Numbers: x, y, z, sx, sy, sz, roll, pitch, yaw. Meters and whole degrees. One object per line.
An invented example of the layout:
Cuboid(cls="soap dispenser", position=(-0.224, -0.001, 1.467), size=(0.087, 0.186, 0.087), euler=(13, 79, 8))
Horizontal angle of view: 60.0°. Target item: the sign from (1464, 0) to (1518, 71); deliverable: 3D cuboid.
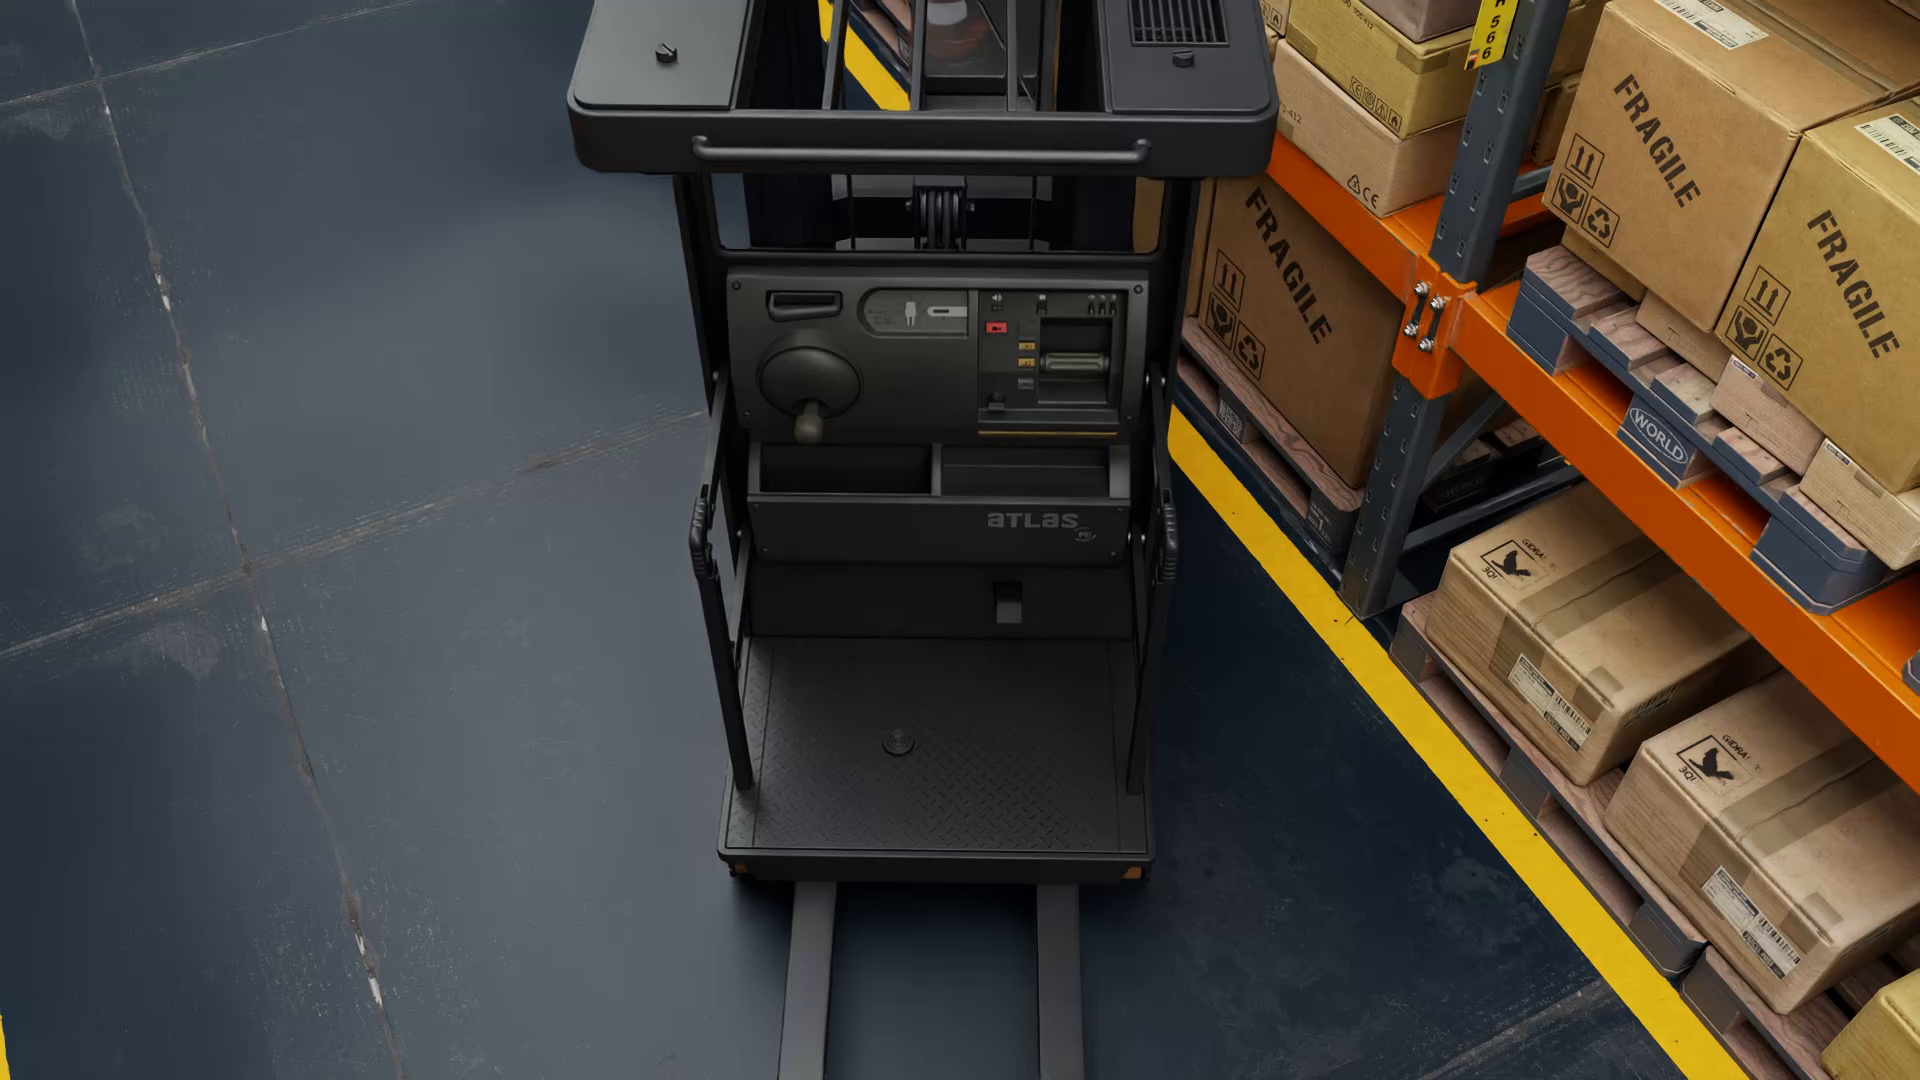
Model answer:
Cuboid(cls="sign", position=(1.134, -1.138, 3.483), size=(0.100, 0.325, 0.005), euler=(-21, 52, -18))

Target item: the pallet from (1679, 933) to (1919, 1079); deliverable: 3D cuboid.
Cuboid(cls="pallet", position=(2.537, 1.307, 3.967), size=(1.003, 0.211, 1.213), euler=(-21, 52, -18))

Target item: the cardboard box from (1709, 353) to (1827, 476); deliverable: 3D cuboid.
Cuboid(cls="cardboard box", position=(1.793, -0.324, 3.429), size=(0.380, 0.149, 0.250), euler=(-24, 53, -20))

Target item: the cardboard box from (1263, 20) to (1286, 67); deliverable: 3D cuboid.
Cuboid(cls="cardboard box", position=(0.916, -1.486, 4.657), size=(0.500, 0.250, 0.500), euler=(-20, 52, -17))

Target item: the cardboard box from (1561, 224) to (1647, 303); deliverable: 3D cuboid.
Cuboid(cls="cardboard box", position=(1.610, -0.724, 3.778), size=(0.380, 0.149, 0.250), euler=(-24, 53, -20))

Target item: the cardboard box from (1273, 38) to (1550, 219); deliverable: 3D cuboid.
Cuboid(cls="cardboard box", position=(1.164, -1.150, 4.363), size=(0.500, 0.250, 0.500), euler=(-23, 53, -19))

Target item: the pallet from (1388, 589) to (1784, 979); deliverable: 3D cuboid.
Cuboid(cls="pallet", position=(1.982, 0.491, 4.680), size=(1.003, 0.211, 1.213), euler=(-21, 52, -18))

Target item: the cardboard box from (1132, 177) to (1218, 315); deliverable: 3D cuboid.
Cuboid(cls="cardboard box", position=(0.980, -1.478, 5.683), size=(0.875, 0.875, 0.875), euler=(-21, 52, -17))

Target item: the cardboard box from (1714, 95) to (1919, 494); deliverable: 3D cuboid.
Cuboid(cls="cardboard box", position=(1.871, -0.492, 3.145), size=(0.500, 0.500, 0.500), euler=(-19, 51, -16))

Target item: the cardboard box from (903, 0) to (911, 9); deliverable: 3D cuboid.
Cuboid(cls="cardboard box", position=(0.151, -2.679, 6.733), size=(0.875, 0.875, 0.875), euler=(-20, 52, -16))

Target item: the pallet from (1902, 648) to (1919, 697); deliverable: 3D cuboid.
Cuboid(cls="pallet", position=(2.568, 0.424, 3.014), size=(1.003, 0.211, 1.213), euler=(-21, 52, -18))

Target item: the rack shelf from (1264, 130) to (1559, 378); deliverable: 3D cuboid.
Cuboid(cls="rack shelf", position=(0.711, -2.052, 5.530), size=(1.077, 0.370, 4.000), euler=(-21, 52, -18))

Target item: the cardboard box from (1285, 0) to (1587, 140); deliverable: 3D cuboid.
Cuboid(cls="cardboard box", position=(1.179, -1.302, 4.164), size=(0.500, 0.250, 0.500), euler=(-21, 52, -18))

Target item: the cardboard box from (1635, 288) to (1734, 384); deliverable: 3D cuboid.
Cuboid(cls="cardboard box", position=(1.709, -0.523, 3.603), size=(0.380, 0.149, 0.250), euler=(-24, 53, -20))

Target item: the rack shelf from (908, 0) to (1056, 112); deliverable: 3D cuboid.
Cuboid(cls="rack shelf", position=(0.068, -1.358, 5.061), size=(0.431, 0.518, 0.480), euler=(1, 49, 1))

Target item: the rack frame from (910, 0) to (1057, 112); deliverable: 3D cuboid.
Cuboid(cls="rack frame", position=(0.065, -1.184, 4.890), size=(0.400, 2.100, 0.015), euler=(1, 49, 1))

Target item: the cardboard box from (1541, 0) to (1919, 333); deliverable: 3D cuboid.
Cuboid(cls="cardboard box", position=(1.626, -0.838, 3.447), size=(0.500, 0.500, 0.500), euler=(-23, 53, -19))

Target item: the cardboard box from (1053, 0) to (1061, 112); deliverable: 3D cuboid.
Cuboid(cls="cardboard box", position=(0.571, -2.077, 6.206), size=(0.875, 0.875, 0.875), euler=(-20, 52, -16))

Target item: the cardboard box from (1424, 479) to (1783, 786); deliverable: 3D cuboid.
Cuboid(cls="cardboard box", position=(1.876, 0.158, 4.586), size=(0.950, 0.372, 0.625), euler=(-24, 53, -20))

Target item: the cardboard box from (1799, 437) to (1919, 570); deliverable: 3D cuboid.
Cuboid(cls="cardboard box", position=(1.901, -0.133, 3.262), size=(0.380, 0.149, 0.250), euler=(-21, 52, -17))

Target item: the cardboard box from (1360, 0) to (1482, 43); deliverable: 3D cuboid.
Cuboid(cls="cardboard box", position=(1.157, -1.568, 3.898), size=(0.500, 0.500, 0.500), euler=(-22, 53, -18))

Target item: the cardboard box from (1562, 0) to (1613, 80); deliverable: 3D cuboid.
Cuboid(cls="cardboard box", position=(1.614, -1.490, 4.328), size=(0.500, 0.250, 0.500), euler=(-22, 52, -18))

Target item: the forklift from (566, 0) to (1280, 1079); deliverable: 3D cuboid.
Cuboid(cls="forklift", position=(-0.051, -0.307, 3.571), size=(1.130, 2.935, 3.031), euler=(1, 49, 1))

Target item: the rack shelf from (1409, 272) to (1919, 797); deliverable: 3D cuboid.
Cuboid(cls="rack shelf", position=(2.541, 0.625, 3.188), size=(1.077, 0.370, 4.000), euler=(-21, 52, -18))

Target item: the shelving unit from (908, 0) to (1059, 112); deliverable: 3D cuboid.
Cuboid(cls="shelving unit", position=(0.068, -1.367, 5.051), size=(0.431, 2.100, 0.503), euler=(1, 49, 1))

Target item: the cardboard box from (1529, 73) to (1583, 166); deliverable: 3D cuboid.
Cuboid(cls="cardboard box", position=(1.626, -1.315, 4.507), size=(0.500, 0.250, 0.500), euler=(-22, 52, -18))

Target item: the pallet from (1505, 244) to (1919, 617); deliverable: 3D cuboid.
Cuboid(cls="pallet", position=(2.047, -0.447, 3.775), size=(1.213, 0.211, 1.003), euler=(-21, 52, -18))

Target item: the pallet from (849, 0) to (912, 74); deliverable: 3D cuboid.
Cuboid(cls="pallet", position=(0.216, -2.219, 7.050), size=(1.003, 0.211, 1.213), euler=(-21, 52, -18))

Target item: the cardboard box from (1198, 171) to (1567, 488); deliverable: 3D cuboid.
Cuboid(cls="cardboard box", position=(1.384, -0.880, 5.159), size=(0.875, 0.875, 0.875), euler=(-22, 52, -18))

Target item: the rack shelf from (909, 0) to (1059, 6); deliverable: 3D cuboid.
Cuboid(cls="rack shelf", position=(0.068, -1.819, 4.534), size=(0.431, 0.518, 0.480), euler=(1, 49, 1))

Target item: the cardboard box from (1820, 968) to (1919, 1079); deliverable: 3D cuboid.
Cuboid(cls="cardboard box", position=(2.563, 1.159, 3.710), size=(0.950, 0.372, 0.625), euler=(-20, 52, -16))

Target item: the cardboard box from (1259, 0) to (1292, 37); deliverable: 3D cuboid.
Cuboid(cls="cardboard box", position=(0.941, -1.644, 4.463), size=(0.500, 0.250, 0.500), euler=(-22, 53, -18))

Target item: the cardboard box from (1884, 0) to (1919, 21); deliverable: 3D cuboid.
Cuboid(cls="cardboard box", position=(2.081, -1.011, 3.598), size=(0.500, 0.500, 0.500), euler=(-23, 53, -19))

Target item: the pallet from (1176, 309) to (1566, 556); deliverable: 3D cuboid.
Cuboid(cls="pallet", position=(1.332, -0.586, 5.622), size=(1.003, 0.211, 1.213), euler=(-21, 52, -18))

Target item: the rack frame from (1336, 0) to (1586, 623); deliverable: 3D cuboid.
Cuboid(cls="rack frame", position=(1.626, -0.950, 4.088), size=(1.000, 3.000, 0.127), euler=(-21, 52, -18))

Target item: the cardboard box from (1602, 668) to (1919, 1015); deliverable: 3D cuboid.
Cuboid(cls="cardboard box", position=(2.221, 0.649, 4.156), size=(0.950, 0.372, 0.625), euler=(-22, 52, -18))
